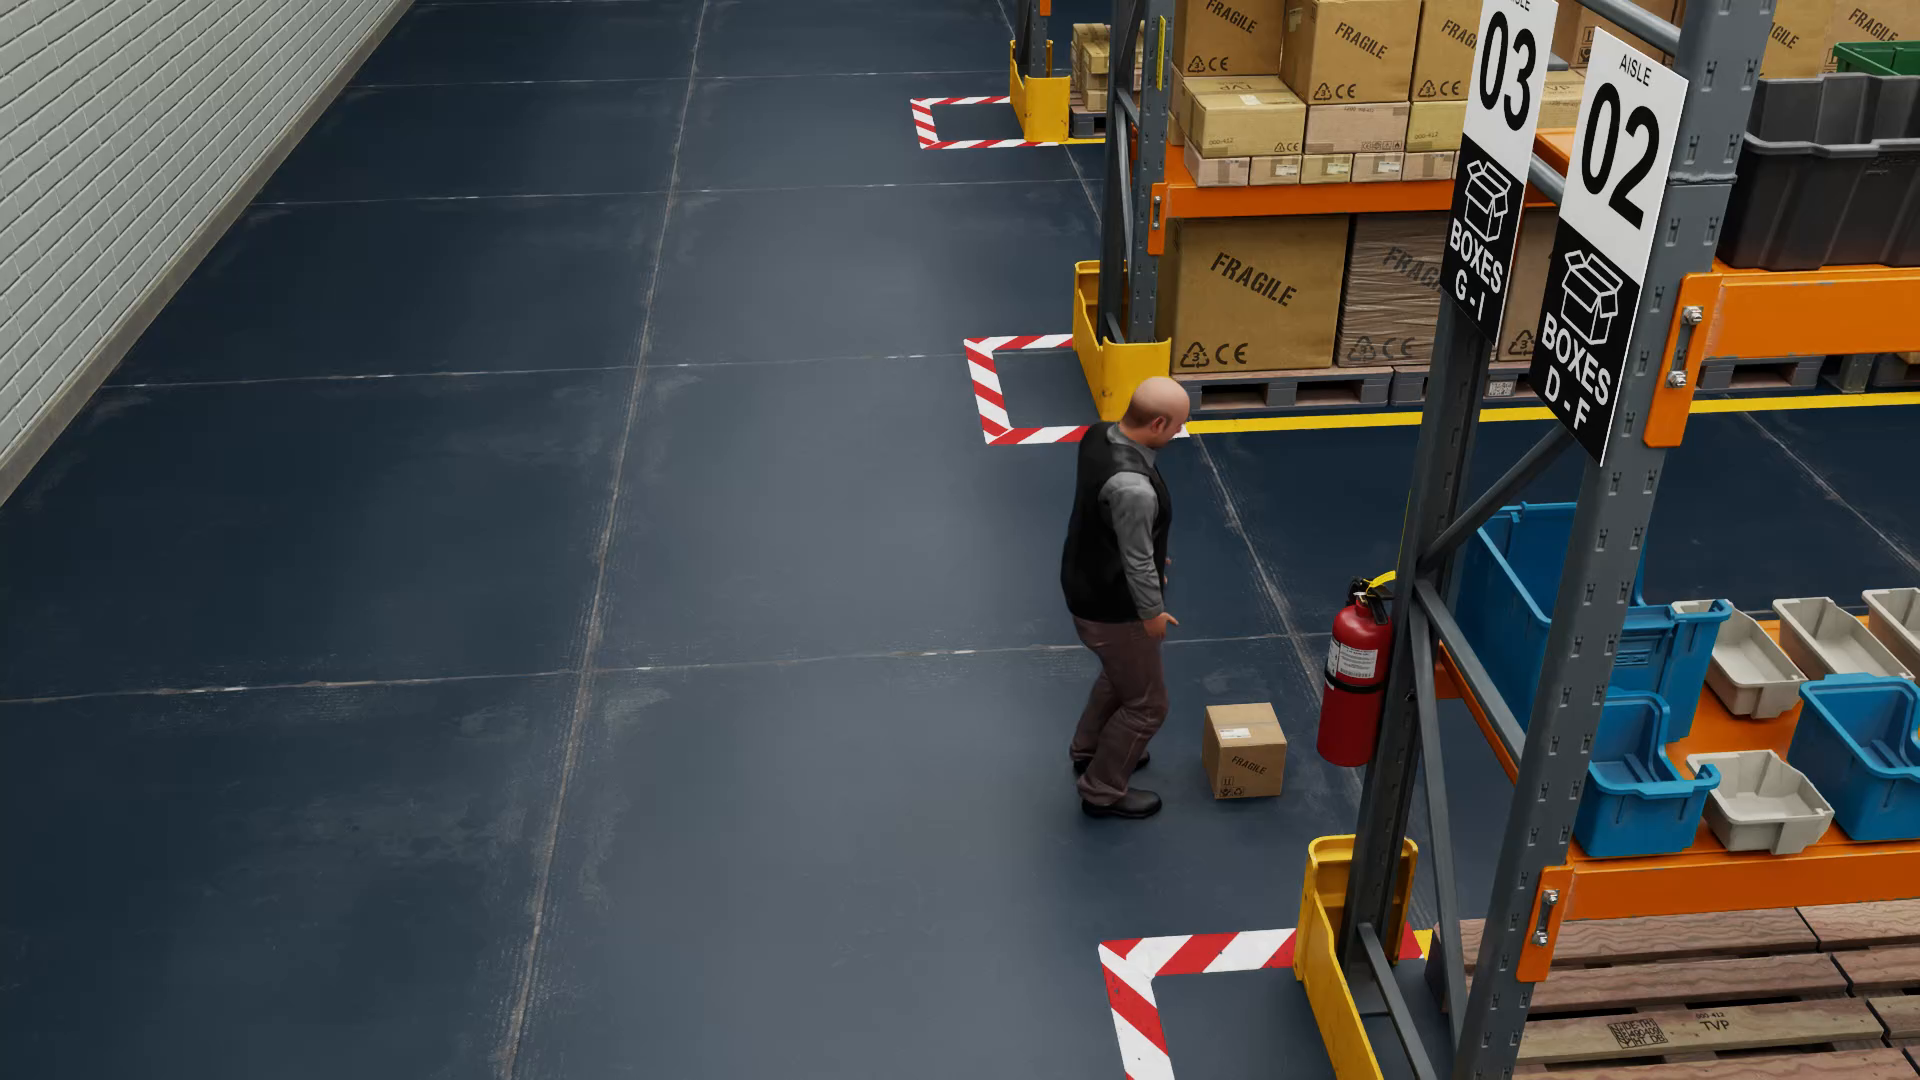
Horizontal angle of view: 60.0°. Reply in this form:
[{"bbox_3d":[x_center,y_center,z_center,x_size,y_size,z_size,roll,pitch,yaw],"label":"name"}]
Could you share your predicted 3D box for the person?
[{"bbox_3d":[0.570,0.195,5.883,0.423,1.679,0.556,-2,31,-3],"label":"person"}]
